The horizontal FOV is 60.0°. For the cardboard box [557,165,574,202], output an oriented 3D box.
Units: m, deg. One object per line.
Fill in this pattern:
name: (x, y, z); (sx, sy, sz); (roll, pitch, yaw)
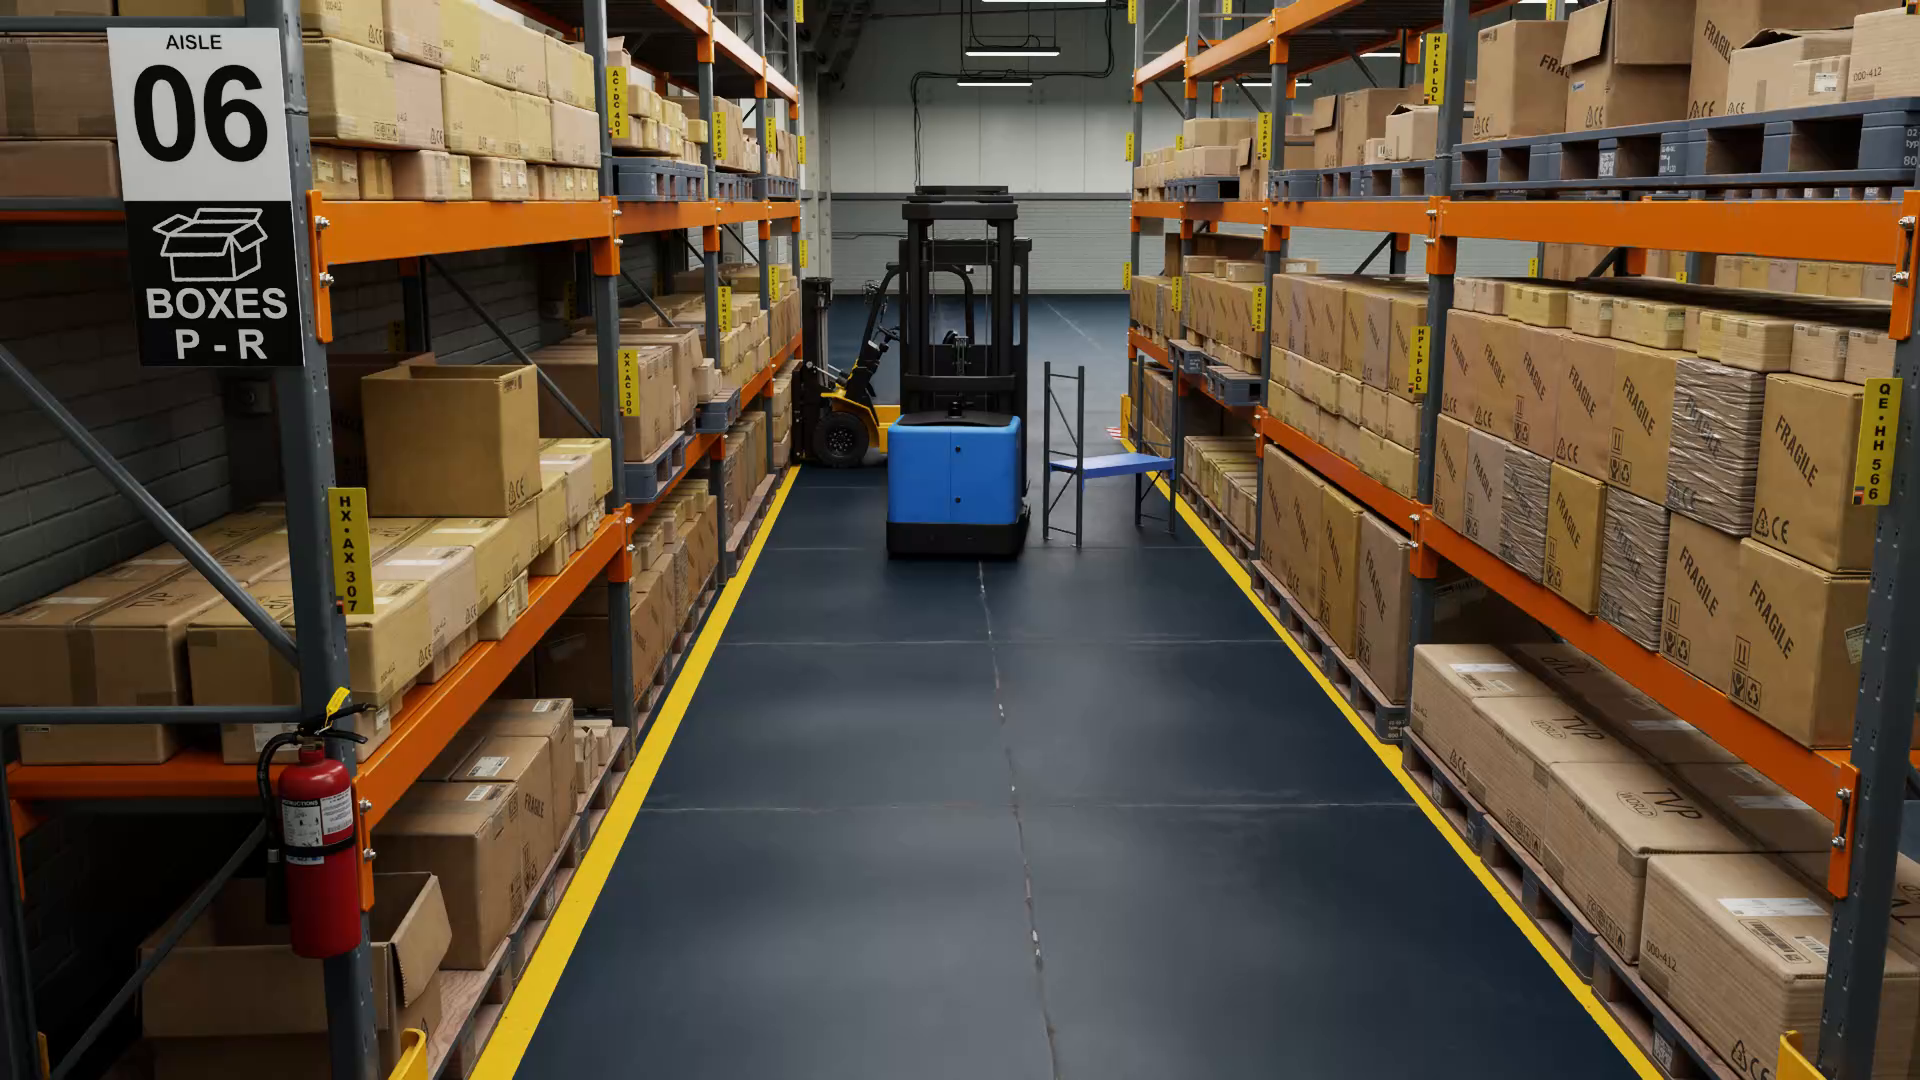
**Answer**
cardboard box: (-1.861, -1.514, 7.063); (0.380, 0.149, 0.250); (0, 11, 1)

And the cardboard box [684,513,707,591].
cardboard box: (-2.022, 0.068, 11.411); (0.500, 0.500, 0.500); (0, 11, -2)

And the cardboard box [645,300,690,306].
cardboard box: (-2.572, -2.022, 14.598); (0.380, 0.149, 0.250); (0, 11, -1)

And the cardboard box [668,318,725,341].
cardboard box: (-1.958, -1.566, 12.349); (0.380, 0.149, 0.250); (0, 11, 1)

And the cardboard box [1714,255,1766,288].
cardboard box: (7.597, -2.431, 15.732); (0.700, 0.500, 0.500); (0, 11, -2)

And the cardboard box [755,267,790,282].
cardboard box: (-2.066, -2.913, 18.244); (0.380, 0.149, 0.250); (0, 11, 0)

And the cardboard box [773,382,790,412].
cardboard box: (-2.025, -1.477, 17.138); (0.500, 0.250, 0.500); (0, 11, -1)

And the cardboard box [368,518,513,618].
cardboard box: (-1.845, 0.092, 5.692); (0.500, 0.250, 0.500); (0, 11, -2)

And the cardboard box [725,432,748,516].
cardboard box: (-2.280, -0.564, 14.210); (0.875, 0.625, 0.625); (-1, 11, -4)

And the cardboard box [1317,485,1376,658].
cardboard box: (2.680, 0.173, 9.950); (0.875, 0.875, 0.875); (0, 11, 0)

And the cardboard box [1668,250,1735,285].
cardboard box: (7.608, -2.667, 16.567); (0.875, 0.550, 0.550); (0, 11, -1)

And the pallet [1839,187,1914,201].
pallet: (7.598, -2.701, 12.759); (1.213, 0.211, 1.003); (0, 11, 1)

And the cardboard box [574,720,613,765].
cardboard box: (-1.858, 0.962, 7.887); (0.380, 0.149, 0.250); (-1, 11, -3)

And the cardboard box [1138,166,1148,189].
cardboard box: (2.296, -4.087, 18.743); (0.500, 0.250, 0.500); (0, 11, -2)

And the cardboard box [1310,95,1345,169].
cardboard box: (2.876, -2.807, 11.492); (0.797, 0.503, 0.637); (-1, 12, -5)

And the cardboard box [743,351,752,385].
cardboard box: (-2.042, -1.455, 14.065); (0.500, 0.250, 0.500); (0, 11, 1)

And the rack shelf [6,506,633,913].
rack shelf: (-2.122, 0.411, 6.297); (1.077, 0.370, 4.000); (0, 11, -1)

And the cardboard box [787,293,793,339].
cardboard box: (-2.126, -2.472, 18.446); (0.500, 0.500, 0.500); (0, 11, -2)

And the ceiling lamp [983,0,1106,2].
ceiling lamp: (1.296, -9.889, 25.487); (2.000, 3.185, 0.800); (0, 11, -1)

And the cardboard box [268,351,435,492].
cardboard box: (-2.398, -0.482, 6.632); (0.500, 0.500, 0.500); (-1, 11, -3)

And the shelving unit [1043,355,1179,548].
shelving unit: (1.277, -0.770, 14.080); (1.048, 1.500, 0.538); (-8, 14, -33)

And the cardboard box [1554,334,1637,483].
cardboard box: (2.579, -0.501, 6.217); (0.500, 0.500, 0.500); (0, 11, -2)

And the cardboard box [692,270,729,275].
cardboard box: (-2.631, -2.759, 17.482); (0.380, 0.149, 0.250); (0, 11, -2)

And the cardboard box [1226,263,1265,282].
cardboard box: (2.401, -2.198, 13.661); (0.380, 0.149, 0.250); (-1, 11, -4)

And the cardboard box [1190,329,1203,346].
cardboard box: (2.326, -1.872, 15.319); (0.380, 0.149, 0.250); (0, 11, 0)

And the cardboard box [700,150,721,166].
cardboard box: (-1.949, -2.815, 12.126); (0.380, 0.166, 0.250); (0, 11, -1)

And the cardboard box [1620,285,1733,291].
cardboard box: (3.040, -1.004, 7.068); (0.380, 0.149, 0.250); (0, 11, -2)

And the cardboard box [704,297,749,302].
cardboard box: (-2.123, -2.129, 15.126); (0.380, 0.149, 0.250); (0, 11, -1)

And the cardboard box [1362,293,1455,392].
cardboard box: (2.521, -1.090, 9.120); (0.500, 0.500, 0.500); (0, 11, 0)

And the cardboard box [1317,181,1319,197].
cardboard box: (2.501, -2.564, 12.240); (0.380, 0.149, 0.250); (0, 11, -1)

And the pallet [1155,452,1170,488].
pallet: (2.585, -0.717, 17.063); (1.003, 0.211, 1.213); (0, 11, -1)

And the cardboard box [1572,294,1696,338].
cardboard box: (2.559, -0.850, 6.309); (0.380, 0.149, 0.250); (0, 11, -1)

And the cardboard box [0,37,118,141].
cardboard box: (-2.362, -1.173, 4.384); (0.500, 0.250, 0.500); (0, 11, -2)

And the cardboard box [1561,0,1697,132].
cardboard box: (2.860, -1.868, 6.609); (0.797, 0.503, 0.637); (1, 11, 3)

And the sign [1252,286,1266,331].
sign: (2.175, -1.680, 12.081); (0.100, 0.325, 0.005); (0, 11, -1)

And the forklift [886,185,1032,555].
forklift: (0.052, -1.560, 14.379); (1.130, 2.935, 3.031); (1, 12, 5)

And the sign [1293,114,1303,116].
sign: (3.189, -3.870, 15.754); (0.100, 0.325, 0.005); (0, 11, -1)

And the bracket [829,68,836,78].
bracket: (-3.501, -12.657, 44.759); (0.076, 0.066, 4.783); (0, 11, -1)

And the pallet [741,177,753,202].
pallet: (-2.297, -3.130, 14.881); (0.805, 0.209, 1.217); (-1, 11, -3)

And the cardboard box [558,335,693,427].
cardboard box: (-1.976, -0.950, 9.889); (0.700, 0.500, 0.500); (0, 11, -1)

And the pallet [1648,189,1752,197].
pallet: (7.575, -3.580, 16.840); (1.003, 0.211, 1.213); (0, 11, -1)

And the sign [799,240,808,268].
sign: (-1.868, -3.407, 19.802); (0.100, 0.325, 0.005); (0, 11, -1)

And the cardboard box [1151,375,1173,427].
cardboard box: (2.330, -1.495, 17.858); (0.500, 0.500, 0.500); (0, 11, 2)

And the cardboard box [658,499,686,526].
cardboard box: (-2.024, -0.176, 10.983); (0.380, 0.149, 0.250); (0, 11, 1)

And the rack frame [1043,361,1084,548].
rack frame: (0.855, -0.713, 13.801); (0.032, 1.500, 0.500); (-8, 14, -33)

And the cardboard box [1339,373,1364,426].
cardboard box: (2.513, -0.820, 9.679); (0.500, 0.250, 0.500); (0, 11, 0)

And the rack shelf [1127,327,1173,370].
rack shelf: (2.593, -1.995, 18.159); (1.077, 0.370, 4.000); (0, 11, -1)

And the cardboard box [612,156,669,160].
cardboard box: (-1.997, -2.401, 10.178); (0.380, 0.149, 0.250); (0, 11, 1)

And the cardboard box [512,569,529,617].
cardboard box: (-1.815, 0.204, 6.140); (0.380, 0.149, 0.250); (0, 11, 0)

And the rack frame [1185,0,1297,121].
rack frame: (2.634, -4.890, 15.532); (1.000, 3.000, 0.127); (0, 11, -1)

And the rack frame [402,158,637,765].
rack frame: (-2.163, -0.339, 8.186); (1.000, 3.000, 0.127); (0, 11, -1)

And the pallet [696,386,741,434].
pallet: (-2.161, -0.906, 11.461); (1.213, 0.211, 1.003); (0, 11, -1)

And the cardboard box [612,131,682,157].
cardboard box: (-1.829, -2.307, 9.667); (0.380, 0.149, 0.250); (0, 11, 0)

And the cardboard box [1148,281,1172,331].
cardboard box: (2.328, -2.540, 18.034); (0.500, 0.500, 0.500); (0, 11, -2)

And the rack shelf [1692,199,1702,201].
rack shelf: (7.623, -2.711, 14.141); (1.077, 0.370, 4.000); (0, 11, -1)
